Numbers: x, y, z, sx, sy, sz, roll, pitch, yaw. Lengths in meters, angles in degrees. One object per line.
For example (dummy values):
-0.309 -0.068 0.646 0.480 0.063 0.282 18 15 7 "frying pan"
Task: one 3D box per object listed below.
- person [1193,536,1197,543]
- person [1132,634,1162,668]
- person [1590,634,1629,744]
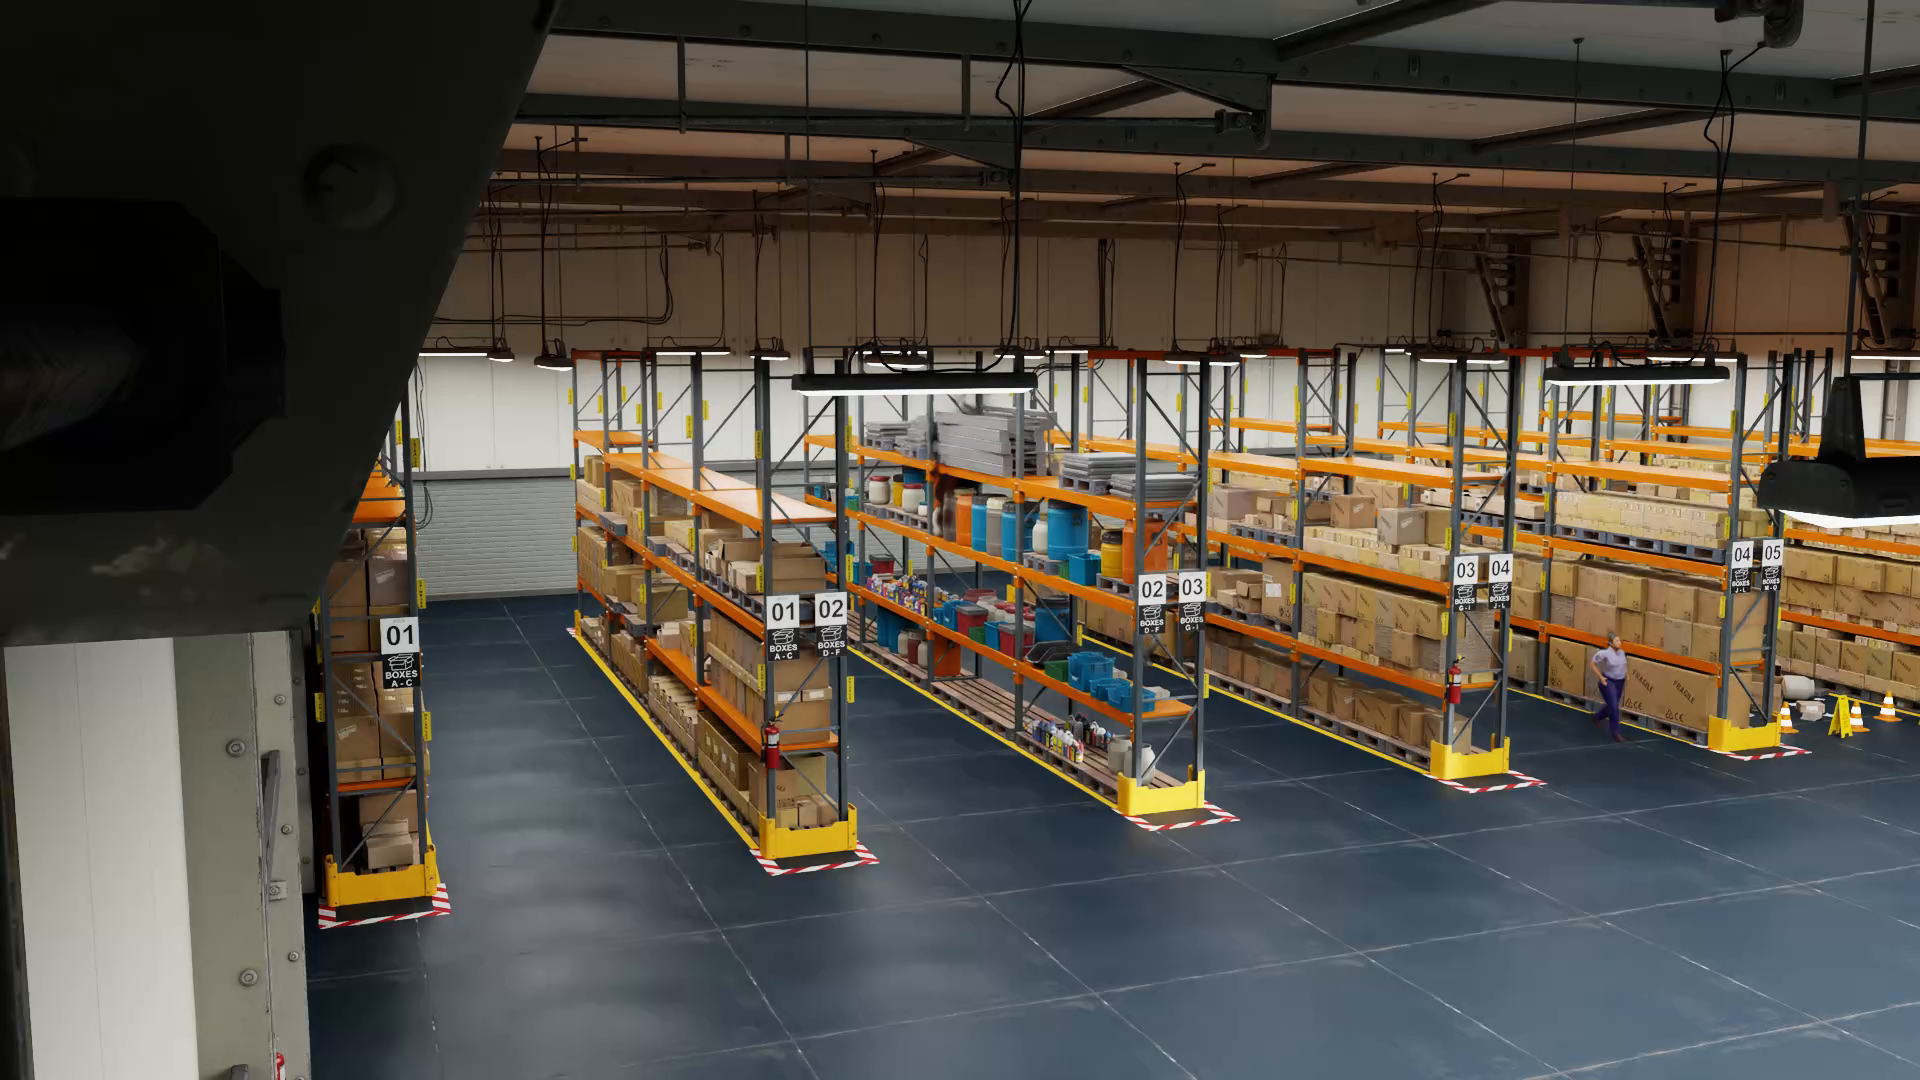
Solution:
5.943 0.327 41.632 0.590 1.751 0.809 1 7 4 "person"
3.407 1.451 29.993 0.687 1.771 0.765 -2 7 -18 "person"
10.193 2.294 26.051 0.615 1.659 0.844 -3 8 -25 "person"
